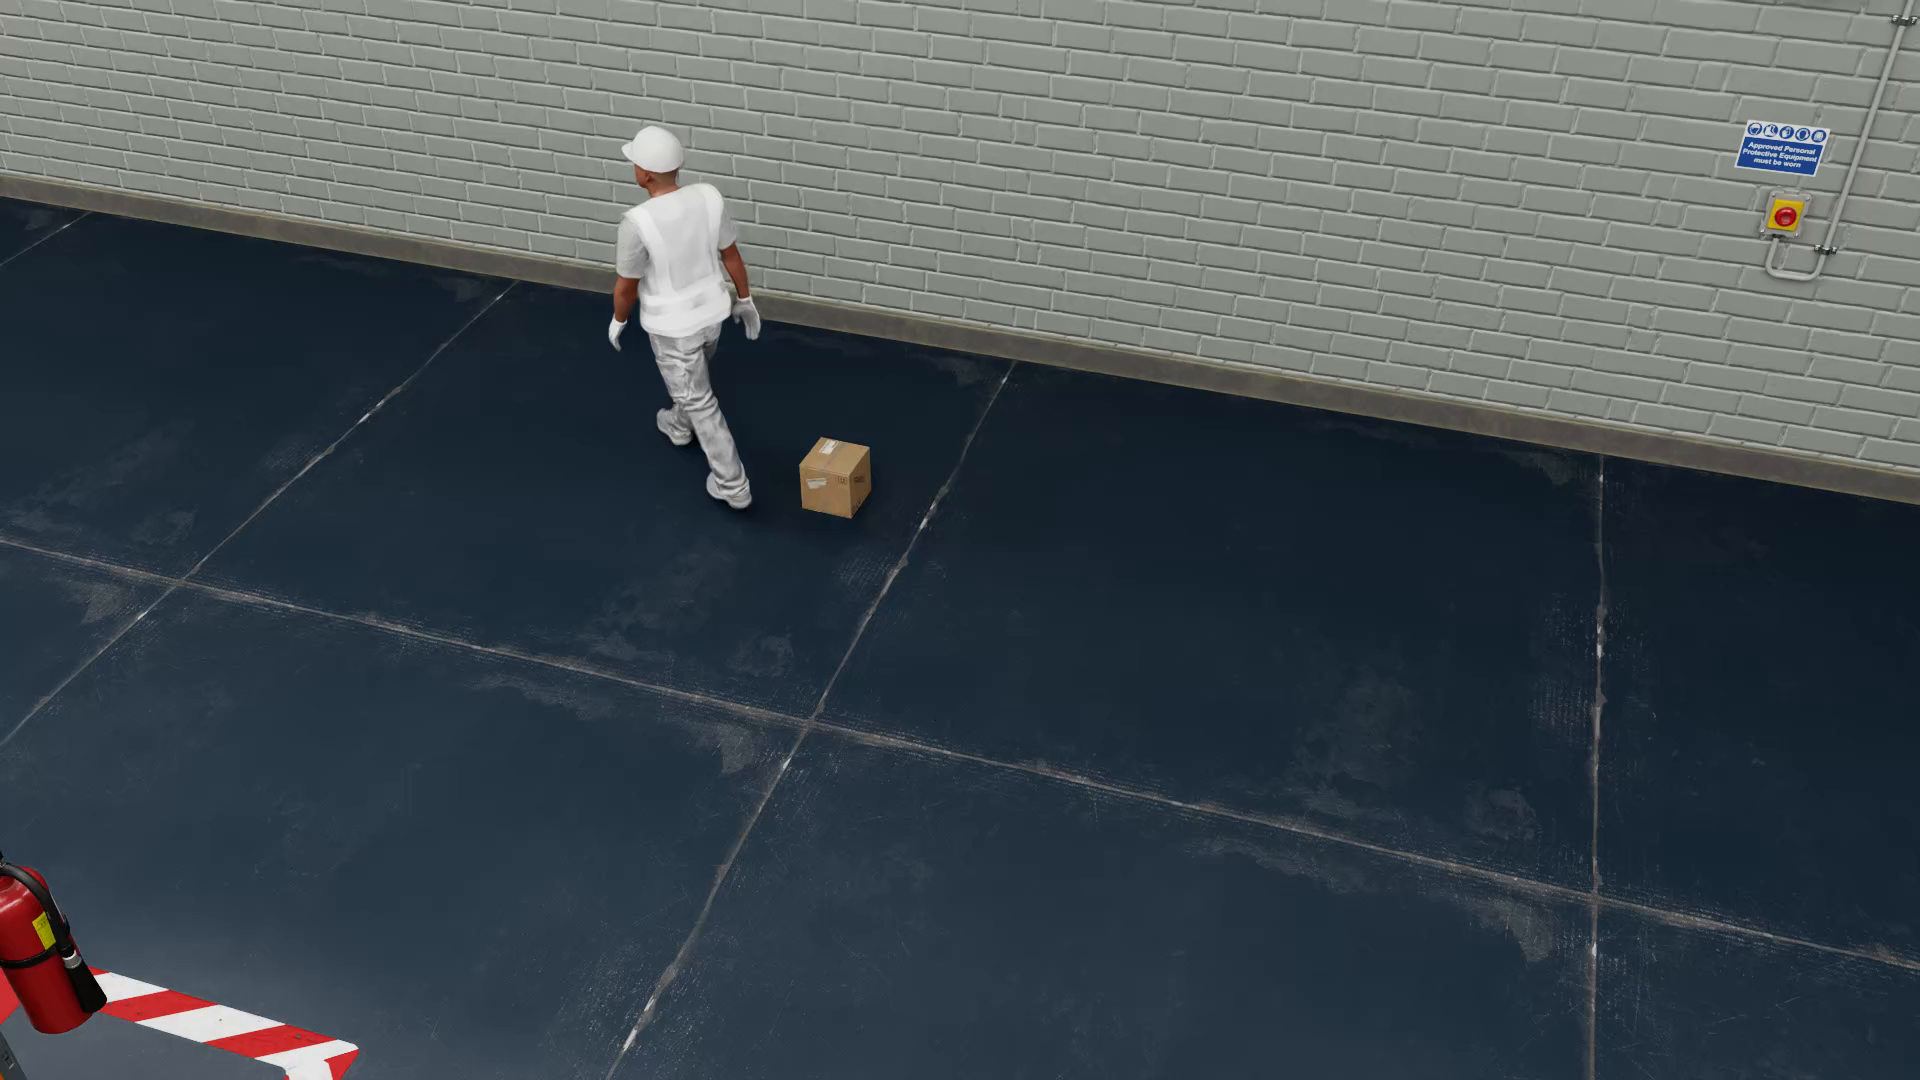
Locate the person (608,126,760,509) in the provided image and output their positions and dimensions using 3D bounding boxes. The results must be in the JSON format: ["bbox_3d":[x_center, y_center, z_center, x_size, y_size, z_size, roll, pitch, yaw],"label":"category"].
[{"bbox_3d":[-1.297,-1.038,7.491,0.914,1.741,0.586,27,44,31],"label":"person"}]
